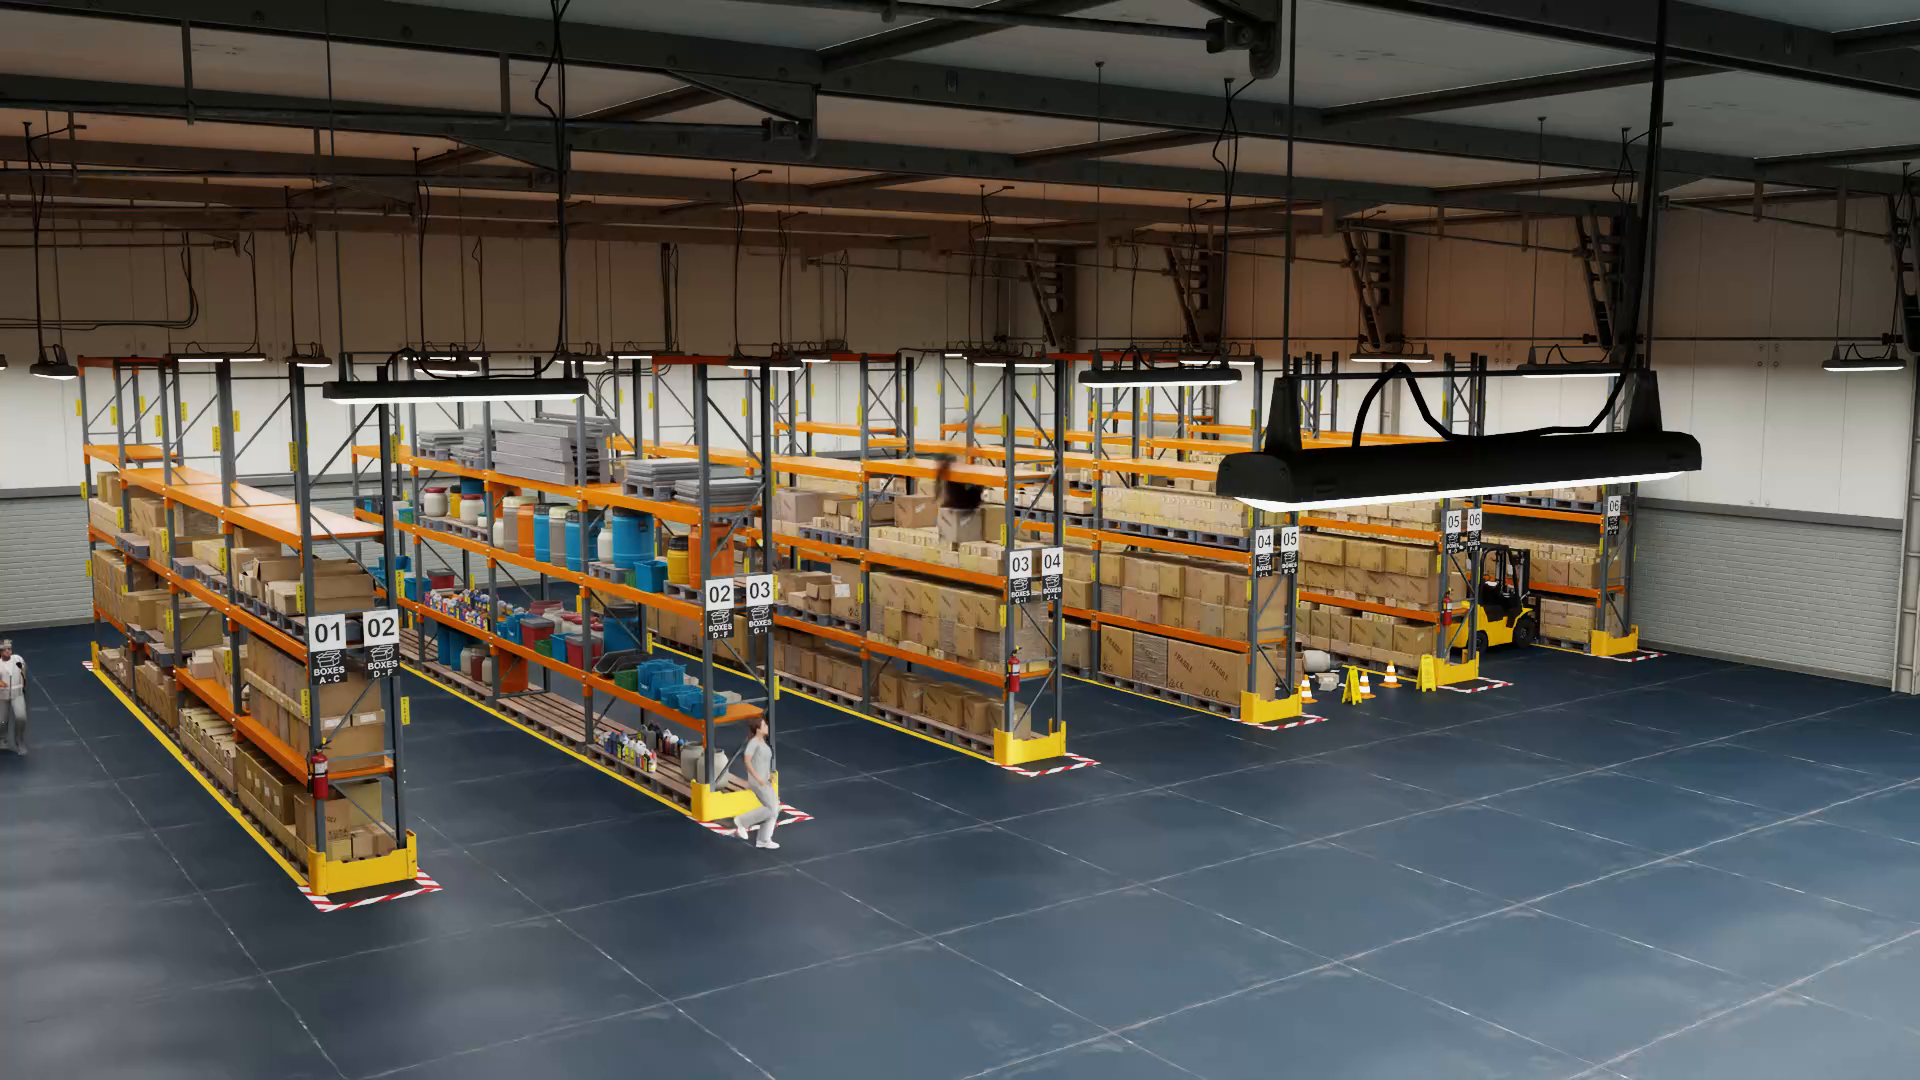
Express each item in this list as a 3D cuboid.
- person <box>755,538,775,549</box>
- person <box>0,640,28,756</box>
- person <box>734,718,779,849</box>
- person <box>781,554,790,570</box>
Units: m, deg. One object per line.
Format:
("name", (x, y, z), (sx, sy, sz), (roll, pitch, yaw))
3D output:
("person", (-5.028, 0.424, 41.428), (0.951, 1.743, 0.730), (-7, 10, -44))
("person", (-14.507, 2.402, 25.331), (0.606, 1.826, 0.821), (-5, 9, -38))
("person", (-2.516, 3.016, 20.842), (0.574, 1.596, 0.596), (1, 7, 4))
("person", (-4.350, 0.398, 42.023), (0.630, 1.725, 0.759), (0, 7, 4))
